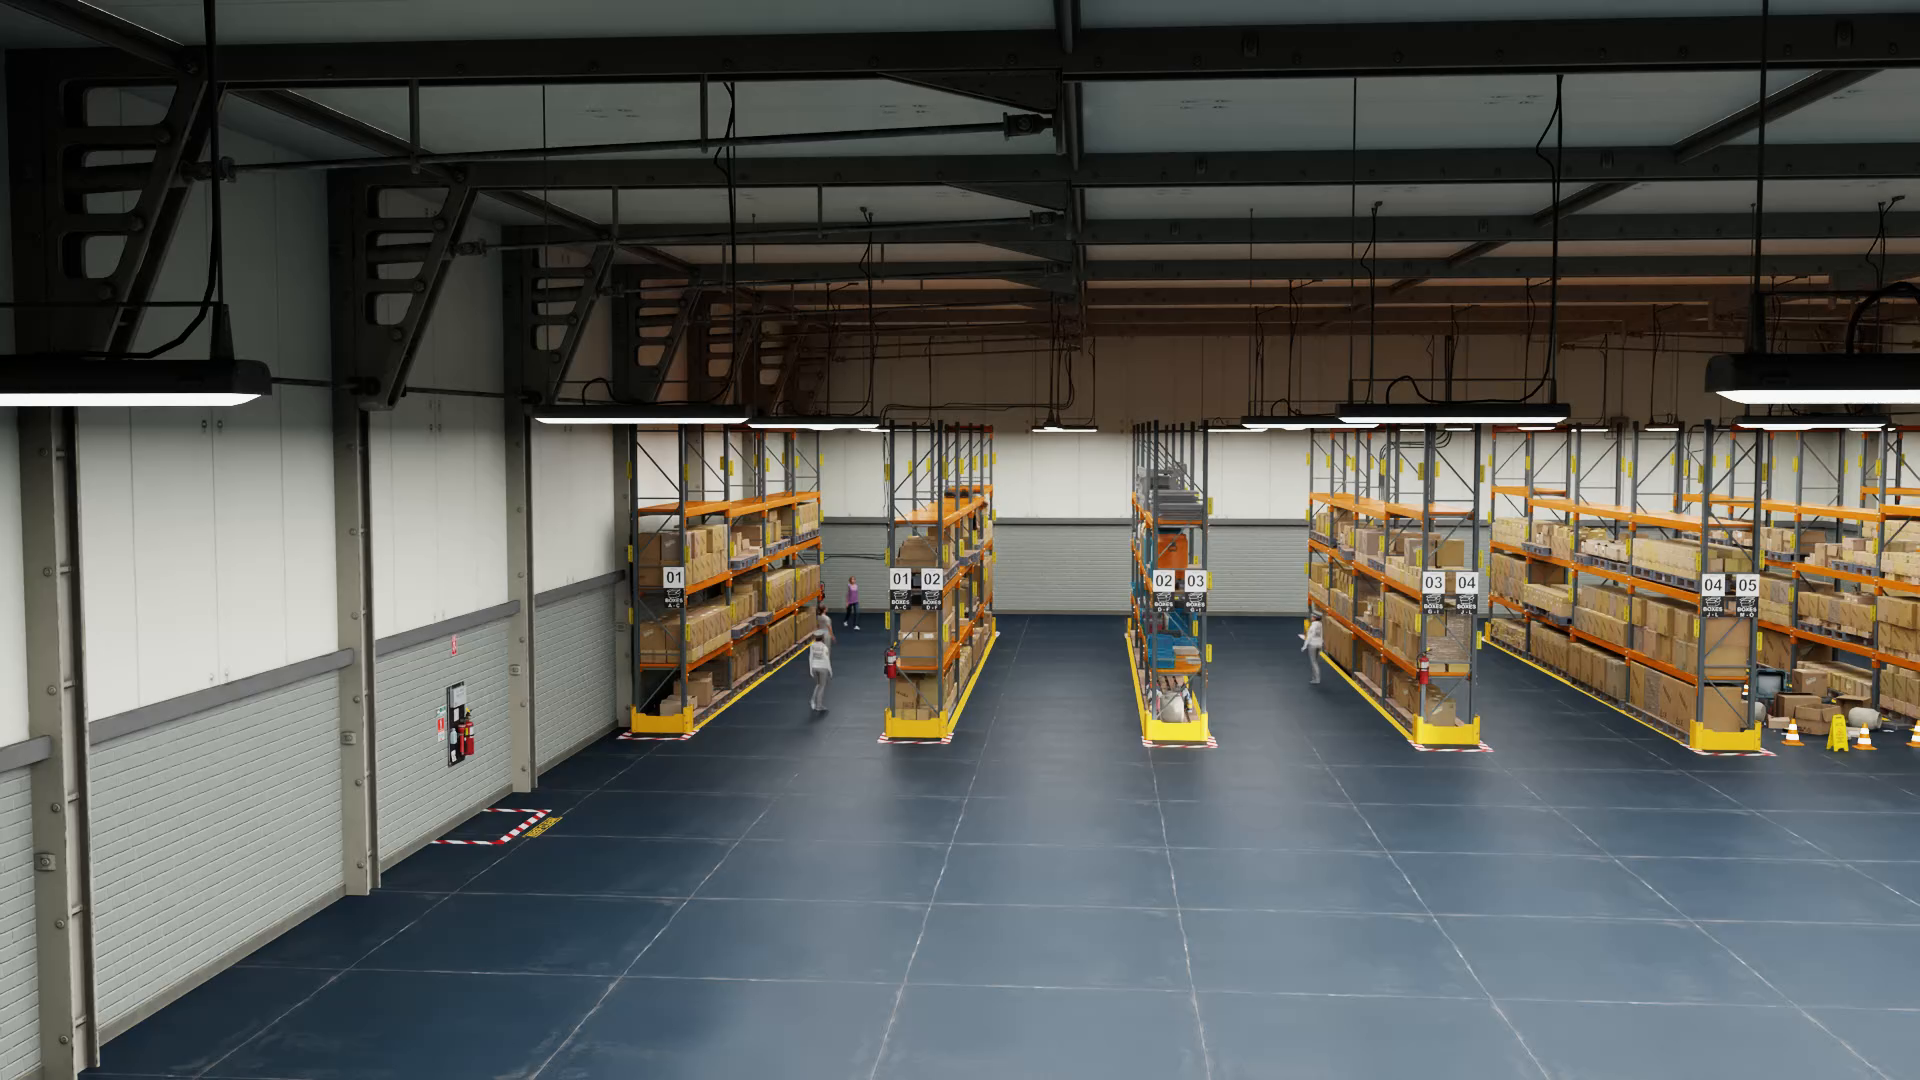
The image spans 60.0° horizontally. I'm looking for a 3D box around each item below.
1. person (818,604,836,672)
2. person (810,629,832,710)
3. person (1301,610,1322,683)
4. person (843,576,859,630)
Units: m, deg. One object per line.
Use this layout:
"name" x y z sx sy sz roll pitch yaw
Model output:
"person" -3.208 2.356 39.924 0.462 1.673 0.467 4 5 45
"person" -2.871 2.687 34.467 0.499 1.695 0.407 3 5 38
"person" 8.122 2.482 38.212 0.530 1.745 0.516 -2 4 -34
"person" -3.196 1.837 48.915 0.414 1.553 0.853 -1 4 -22
